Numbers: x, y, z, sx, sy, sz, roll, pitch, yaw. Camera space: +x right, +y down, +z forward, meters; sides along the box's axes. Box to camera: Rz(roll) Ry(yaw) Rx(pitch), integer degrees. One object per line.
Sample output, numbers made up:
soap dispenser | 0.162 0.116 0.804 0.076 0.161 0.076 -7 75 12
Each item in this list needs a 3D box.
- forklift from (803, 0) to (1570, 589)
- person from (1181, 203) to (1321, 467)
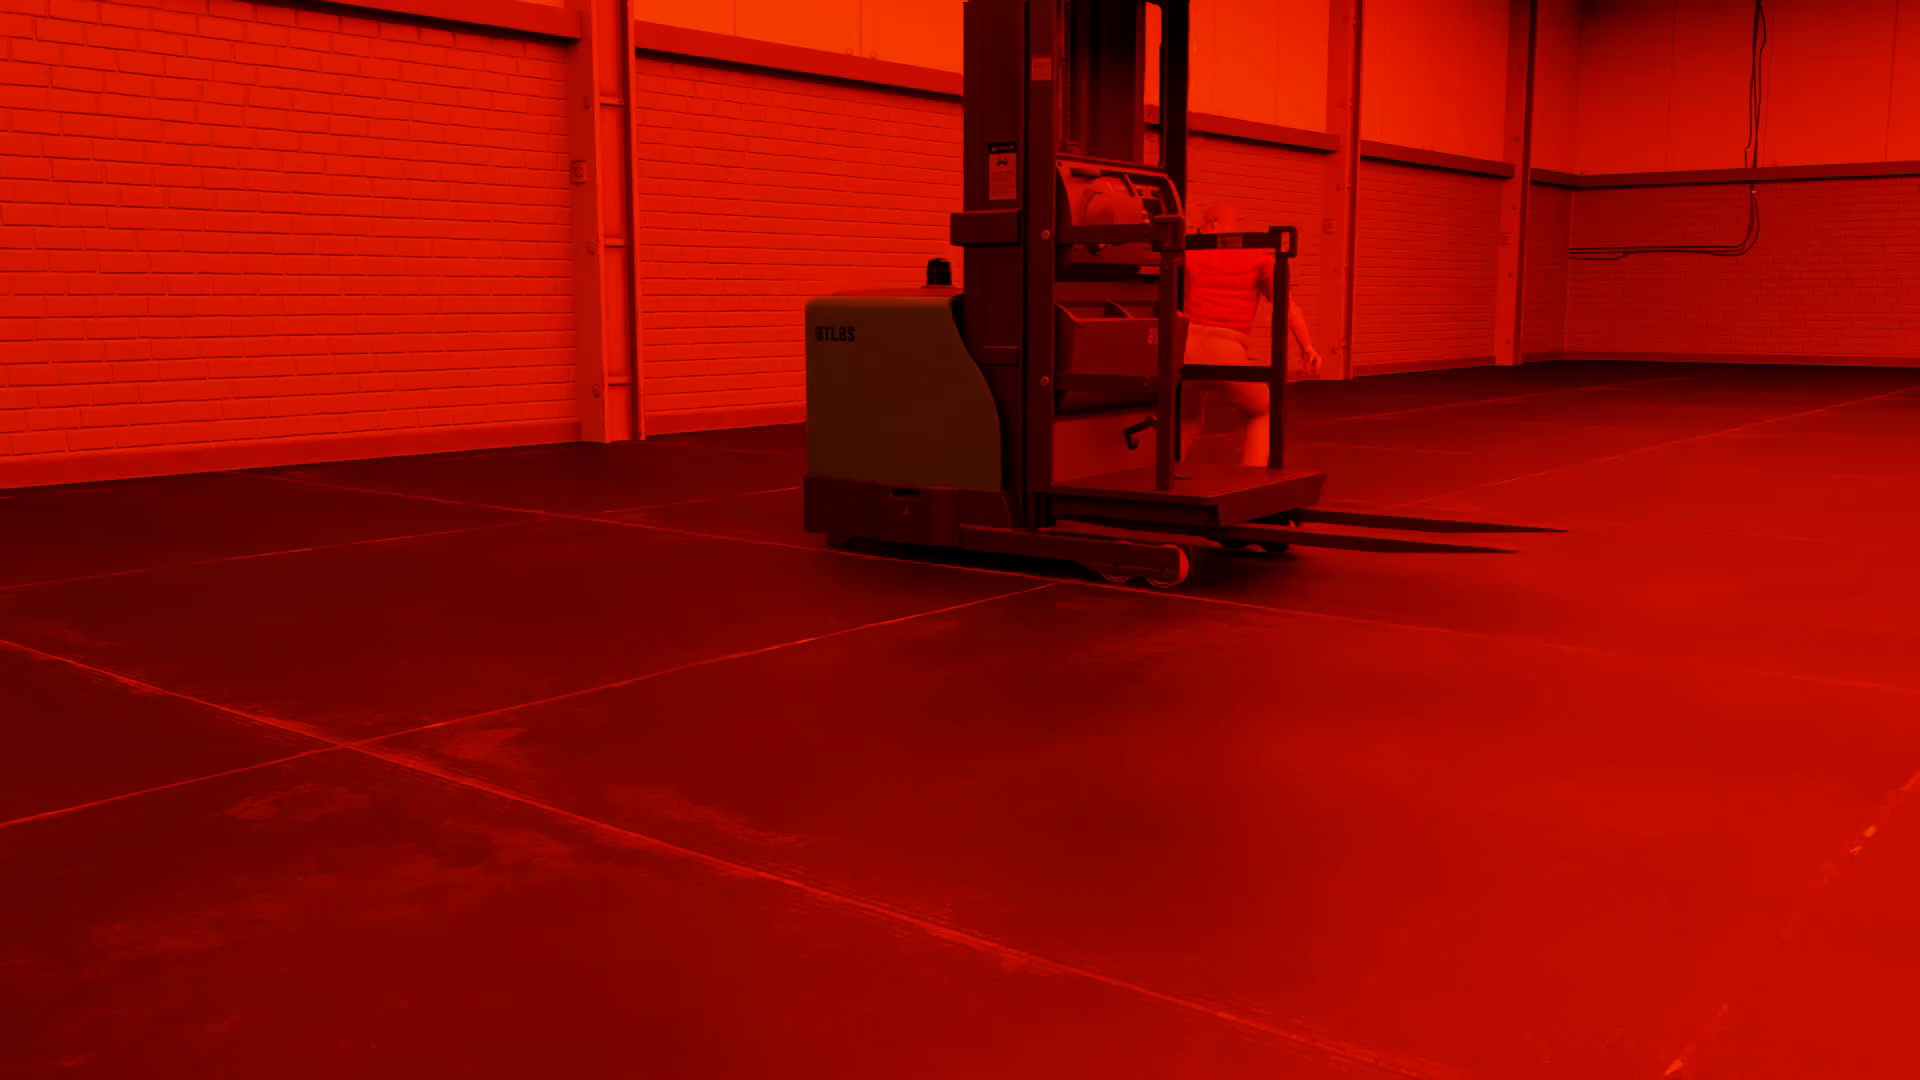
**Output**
forklift | 0.823 -1.357 6.554 3.031 2.935 1.130 6 10 35
person | 1.365 -0.898 8.490 1.003 1.629 0.503 3 9 21
